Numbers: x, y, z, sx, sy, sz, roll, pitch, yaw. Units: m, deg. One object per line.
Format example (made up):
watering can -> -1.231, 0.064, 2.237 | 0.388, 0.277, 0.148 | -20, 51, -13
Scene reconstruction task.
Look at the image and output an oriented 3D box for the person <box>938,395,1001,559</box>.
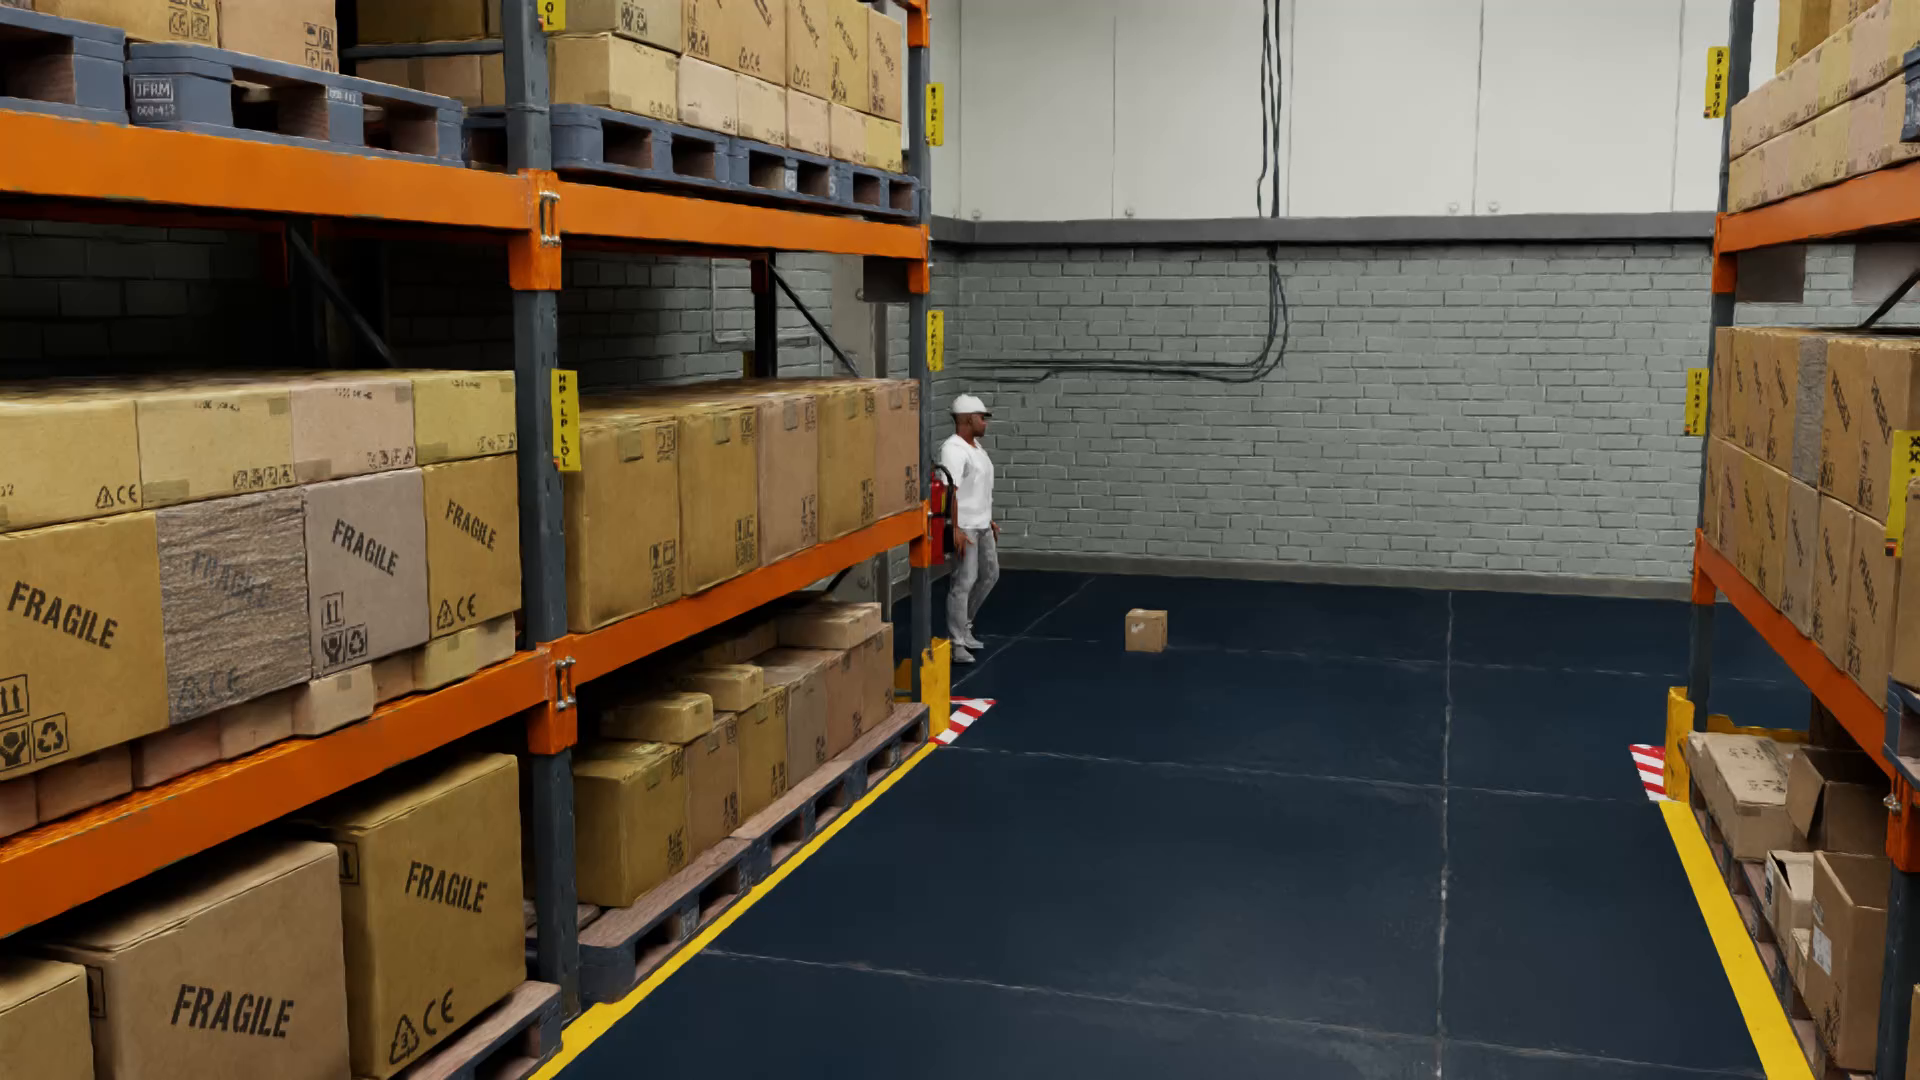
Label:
person -> 0.043, -0.444, 11.196 | 0.337, 1.059, 0.665 | 3, 9, 18
